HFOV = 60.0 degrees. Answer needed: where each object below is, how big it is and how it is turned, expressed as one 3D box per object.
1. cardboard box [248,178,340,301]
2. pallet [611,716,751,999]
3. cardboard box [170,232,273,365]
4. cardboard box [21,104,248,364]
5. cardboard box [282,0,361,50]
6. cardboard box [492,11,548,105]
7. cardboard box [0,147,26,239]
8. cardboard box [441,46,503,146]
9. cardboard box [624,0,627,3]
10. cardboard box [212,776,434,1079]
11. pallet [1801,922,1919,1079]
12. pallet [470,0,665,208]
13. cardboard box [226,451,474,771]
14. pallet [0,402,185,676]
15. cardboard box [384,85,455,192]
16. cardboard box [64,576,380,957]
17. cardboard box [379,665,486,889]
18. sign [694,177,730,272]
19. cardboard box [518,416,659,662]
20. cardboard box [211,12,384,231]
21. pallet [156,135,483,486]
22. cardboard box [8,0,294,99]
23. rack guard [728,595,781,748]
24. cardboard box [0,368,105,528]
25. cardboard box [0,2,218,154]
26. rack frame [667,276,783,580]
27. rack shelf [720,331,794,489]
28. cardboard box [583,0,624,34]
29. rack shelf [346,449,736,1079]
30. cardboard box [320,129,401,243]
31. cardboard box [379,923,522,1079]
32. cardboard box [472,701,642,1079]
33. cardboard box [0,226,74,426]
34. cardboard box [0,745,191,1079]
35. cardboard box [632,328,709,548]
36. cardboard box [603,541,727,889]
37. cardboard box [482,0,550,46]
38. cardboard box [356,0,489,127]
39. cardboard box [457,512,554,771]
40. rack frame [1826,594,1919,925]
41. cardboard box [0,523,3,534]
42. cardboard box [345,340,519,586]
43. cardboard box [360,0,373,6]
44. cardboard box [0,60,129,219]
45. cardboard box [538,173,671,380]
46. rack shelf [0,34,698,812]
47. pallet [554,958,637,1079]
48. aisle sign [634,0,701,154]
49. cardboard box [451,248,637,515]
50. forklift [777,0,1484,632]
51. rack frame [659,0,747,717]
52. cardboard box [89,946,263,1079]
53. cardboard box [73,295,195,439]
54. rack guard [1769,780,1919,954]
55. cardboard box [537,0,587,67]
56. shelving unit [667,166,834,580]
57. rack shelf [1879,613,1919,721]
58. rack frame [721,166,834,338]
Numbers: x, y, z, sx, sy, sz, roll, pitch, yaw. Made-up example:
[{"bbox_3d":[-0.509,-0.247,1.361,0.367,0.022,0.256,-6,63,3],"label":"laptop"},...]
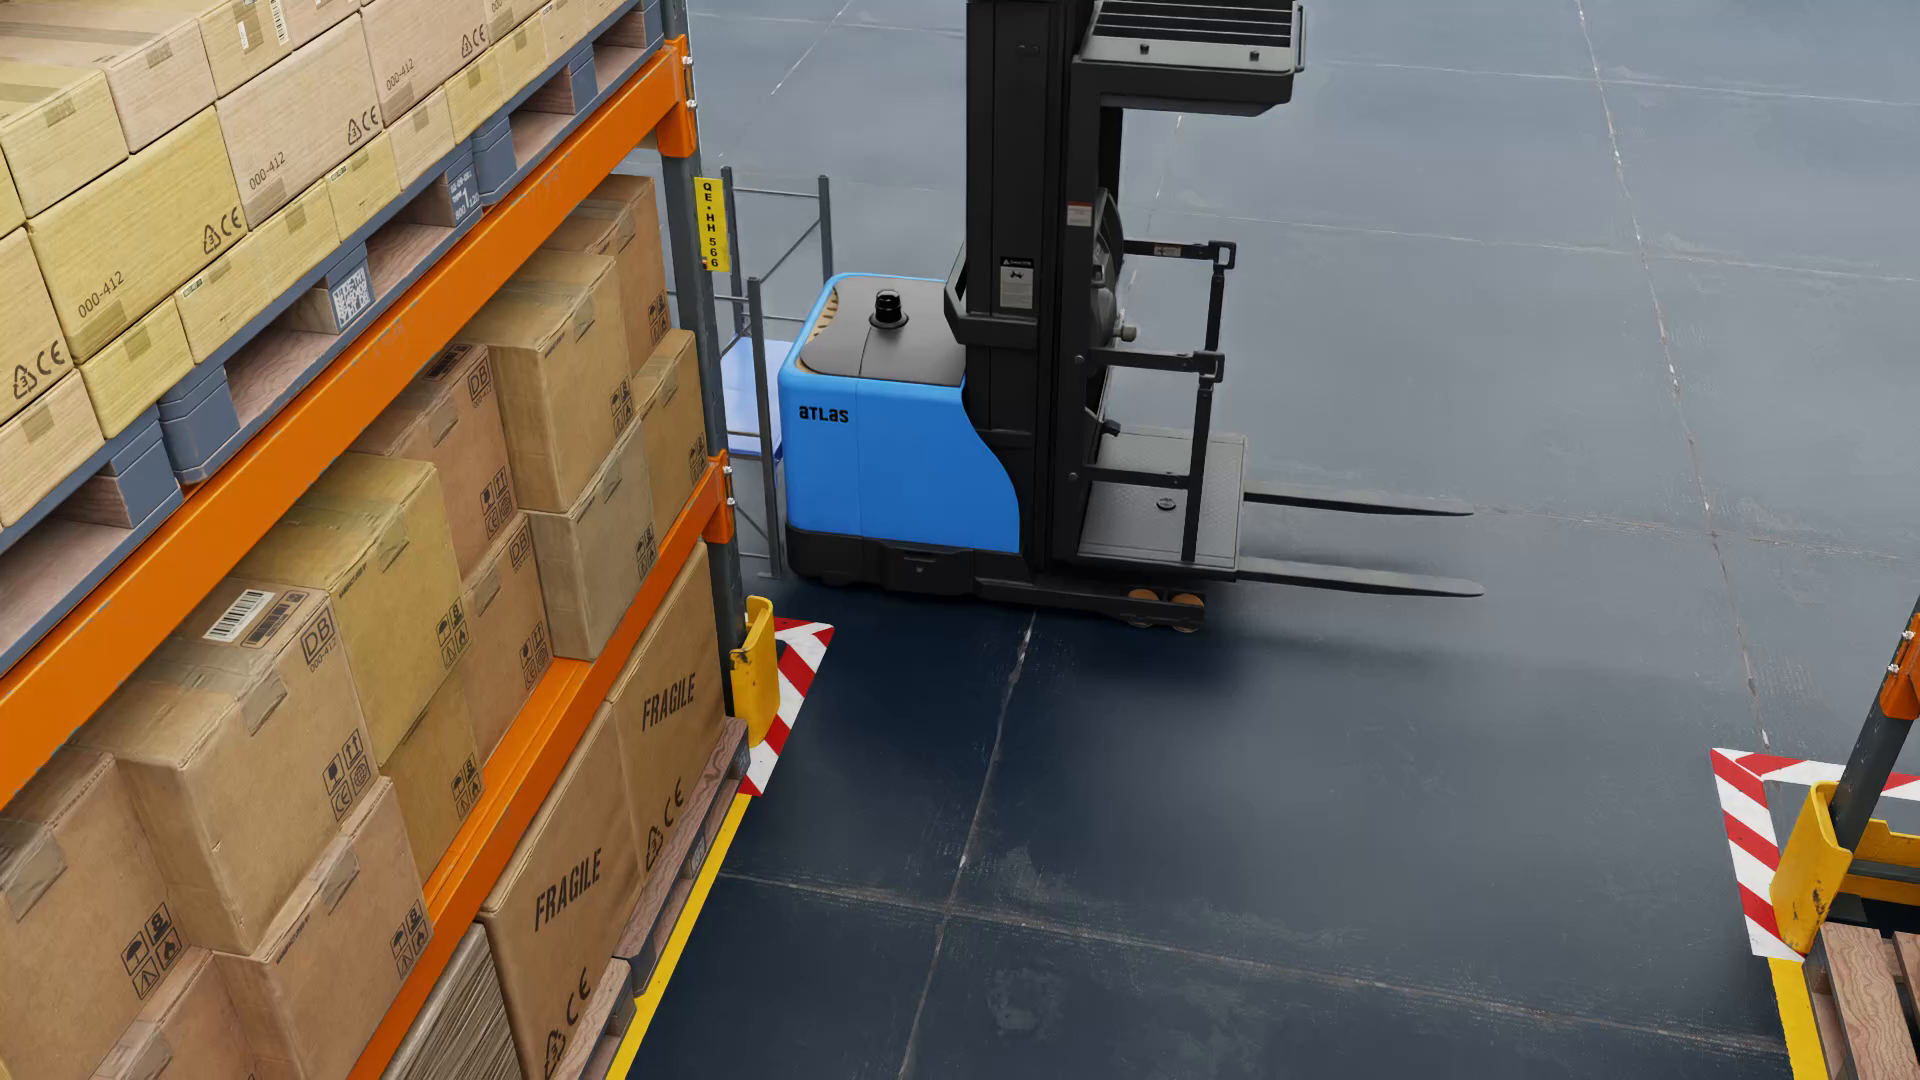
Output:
[{"bbox_3d":[-1.457,-0.605,3.244,0.380,0.149,0.250,8,37,11],"label":"cardboard box"},{"bbox_3d":[-1.432,1.061,6.107,1.003,0.211,1.213,7,37,10],"label":"pallet"},{"bbox_3d":[-1.512,-0.463,3.048,0.380,0.149,0.250,7,37,10],"label":"cardboard box"},{"bbox_3d":[-1.600,-0.552,2.831,0.500,0.250,0.500,7,37,9],"label":"cardboard box"},{"bbox_3d":[-1.403,-1.073,3.210,0.380,0.149,0.250,8,37,10],"label":"cardboard box"},{"bbox_3d":[-1.241,-1.190,4.051,0.380,0.149,0.250,8,37,10],"label":"cardboard box"},{"bbox_3d":[-1.620,-0.493,2.409,0.380,0.149,0.250,7,36,9],"label":"cardboard box"},{"bbox_3d":[-1.295,-1.043,3.848,0.380,0.149,0.250,7,36,9],"label":"cardboard box"},{"bbox_3d":[-1.077,-1.627,4.654,0.380,0.149,0.250,7,37,10],"label":"cardboard box"},{"bbox_3d":[-1.799,0.870,3.866,0.875,0.550,0.550,7,37,10],"label":"cardboard box"},{"bbox_3d":[3.262,1.777,5.118,1.003,0.211,1.213,7,37,10],"label":"pallet"},{"bbox_3d":[-1.485,-1.289,4.492,1.003,0.211,1.213,7,37,10],"label":"pallet"},{"bbox_3d":[-1.720,0.124,3.975,0.875,0.550,0.500,7,37,10],"label":"cardboard box"},{"bbox_3d":[-2.007,0.110,2.562,1.003,0.211,1.213,7,37,10],"label":"pallet"},{"bbox_3d":[-1.349,-0.899,3.649,0.380,0.149,0.250,8,37,10],"label":"cardboard box"},{"bbox_3d":[-1.826,0.429,3.554,0.875,0.550,0.550,7,37,10],"label":"cardboard box"},{"bbox_3d":[-1.783,0.553,4.303,0.875,0.550,0.500,7,37,10],"label":"cardboard box"},{"bbox_3d":[-0.810,-1.025,5.420,0.100,0.325,0.005,7,37,10],"label":"sign"},{"bbox_3d":[-1.468,-0.061,5.150,0.875,0.550,0.550,7,37,10],"label":"cardboard box"},{"bbox_3d":[-1.493,-0.843,3.232,0.500,0.250,0.500,8,37,10],"label":"cardboard box"},{"bbox_3d":[-1.744,-0.587,3.524,1.003,0.211,1.213,7,37,10],"label":"pallet"},{"bbox_3d":[-1.457,-0.928,3.010,0.380,0.149,0.250,7,37,10],"label":"cardboard box"},{"bbox_3d":[-1.332,0.462,6.687,1.175,0.500,0.348,7,37,10],"label":"rack guard"},{"bbox_3d":[-1.620,-0.168,2.641,0.380,0.149,0.250,7,36,9],"label":"cardboard box"},{"bbox_3d":[-1.511,-0.786,2.813,0.380,0.149,0.250,7,37,10],"label":"cardboard box"},{"bbox_3d":[-1.049,-0.467,7.116,0.500,1.500,0.032,7,37,10],"label":"rack frame"},{"bbox_3d":[-0.942,-0.612,7.624,0.538,0.185,1.000,7,37,10],"label":"rack shelf"},{"bbox_3d":[-1.132,-1.483,4.455,0.380,0.149,0.250,8,37,10],"label":"cardboard box"},{"bbox_3d":[-1.764,0.901,4.564,1.077,0.370,4.000,7,37,10],"label":"rack shelf"},{"bbox_3d":[-1.403,-0.753,3.447,0.380,0.149,0.250,8,37,11],"label":"cardboard box"},{"bbox_3d":[-1.800,1.578,4.470,0.875,0.875,0.875,8,37,10],"label":"cardboard box"},{"bbox_3d":[-1.603,1.055,5.191,0.875,0.875,0.875,7,36,9],"label":"cardboard box"},{"bbox_3d":[-1.707,-0.263,2.432,0.500,0.250,0.500,7,37,10],"label":"cardboard box"},{"bbox_3d":[-2.075,0.721,3.151,0.875,0.550,0.550,7,37,10],"label":"cardboard box"},{"bbox_3d":[-1.372,-0.379,5.589,0.875,0.550,0.550,7,37,10],"label":"cardboard box"},{"bbox_3d":[-1.418,0.551,5.887,0.875,0.875,0.875,8,37,10],"label":"cardboard box"},{"bbox_3d":[-1.276,-1.419,4.027,0.500,0.250,0.500,7,37,10],"label":"cardboard box"},{"bbox_3d":[-1.385,-1.131,3.630,0.500,0.250,0.500,7,37,10],"label":"cardboard box"},{"bbox_3d":[-1.711,0.244,4.729,0.875,0.550,0.550,7,37,10],"label":"cardboard box"},{"bbox_3d":[3.487,0.143,4.997,1.000,3.000,0.127,7,37,10],"label":"rack frame"},{"bbox_3d":[-1.674,-0.024,2.443,0.380,0.149,0.250,7,37,10],"label":"cardboard box"},{"bbox_3d":[-1.734,-0.196,4.416,0.875,0.550,0.550,7,37,10],"label":"cardboard box"},{"bbox_3d":[-1.350,-1.218,3.410,0.380,0.149,0.250,7,36,9],"label":"cardboard box"},{"bbox_3d":[-1.566,-0.641,2.613,0.380,0.149,0.250,8,37,10],"label":"cardboard box"},{"bbox_3d":[-1.454,-0.827,5.287,0.875,0.550,0.550,7,37,10],"label":"cardboard box"},{"bbox_3d":[-1.764,-0.313,3.683,1.077,0.370,4.000,7,37,10],"label":"rack shelf"},{"bbox_3d":[-1.694,1.758,5.145,1.003,0.211,1.213,7,37,10],"label":"pallet"},{"bbox_3d":[-1.029,-1.592,5.176,0.394,0.787,0.004,7,37,10],"label":"aisle sign"},{"bbox_3d":[-1.482,-0.500,4.836,0.875,0.550,0.550,7,37,10],"label":"cardboard box"},{"bbox_3d":[0.790,-1.126,6.806,3.031,2.935,1.130,6,36,8],"label":"forklift"},{"bbox_3d":[-1.337,-0.537,5.934,1.000,3.000,0.127,7,37,10],"label":"rack frame"},{"bbox_3d":[-2.029,1.165,3.459,0.875,0.550,0.550,7,37,10],"label":"cardboard box"},{"bbox_3d":[-1.566,-0.317,2.846,0.380,0.149,0.250,7,36,9],"label":"cardboard box"},{"bbox_3d":[3.470,1.199,5.670,1.175,0.500,0.348,7,37,10],"label":"rack guard"},{"bbox_3d":[-1.186,-1.335,4.251,0.380,0.149,0.250,8,37,11],"label":"cardboard box"},{"bbox_3d":[-0.942,-0.758,7.518,0.538,1.500,1.048,7,37,10],"label":"shelving unit"},{"bbox_3d":[3.060,1.581,3.626,1.077,0.370,4.000,7,37,10],"label":"rack shelf"},{"bbox_3d":[-0.835,-1.050,7.920,0.500,1.500,0.032,7,37,10],"label":"rack frame"}]
